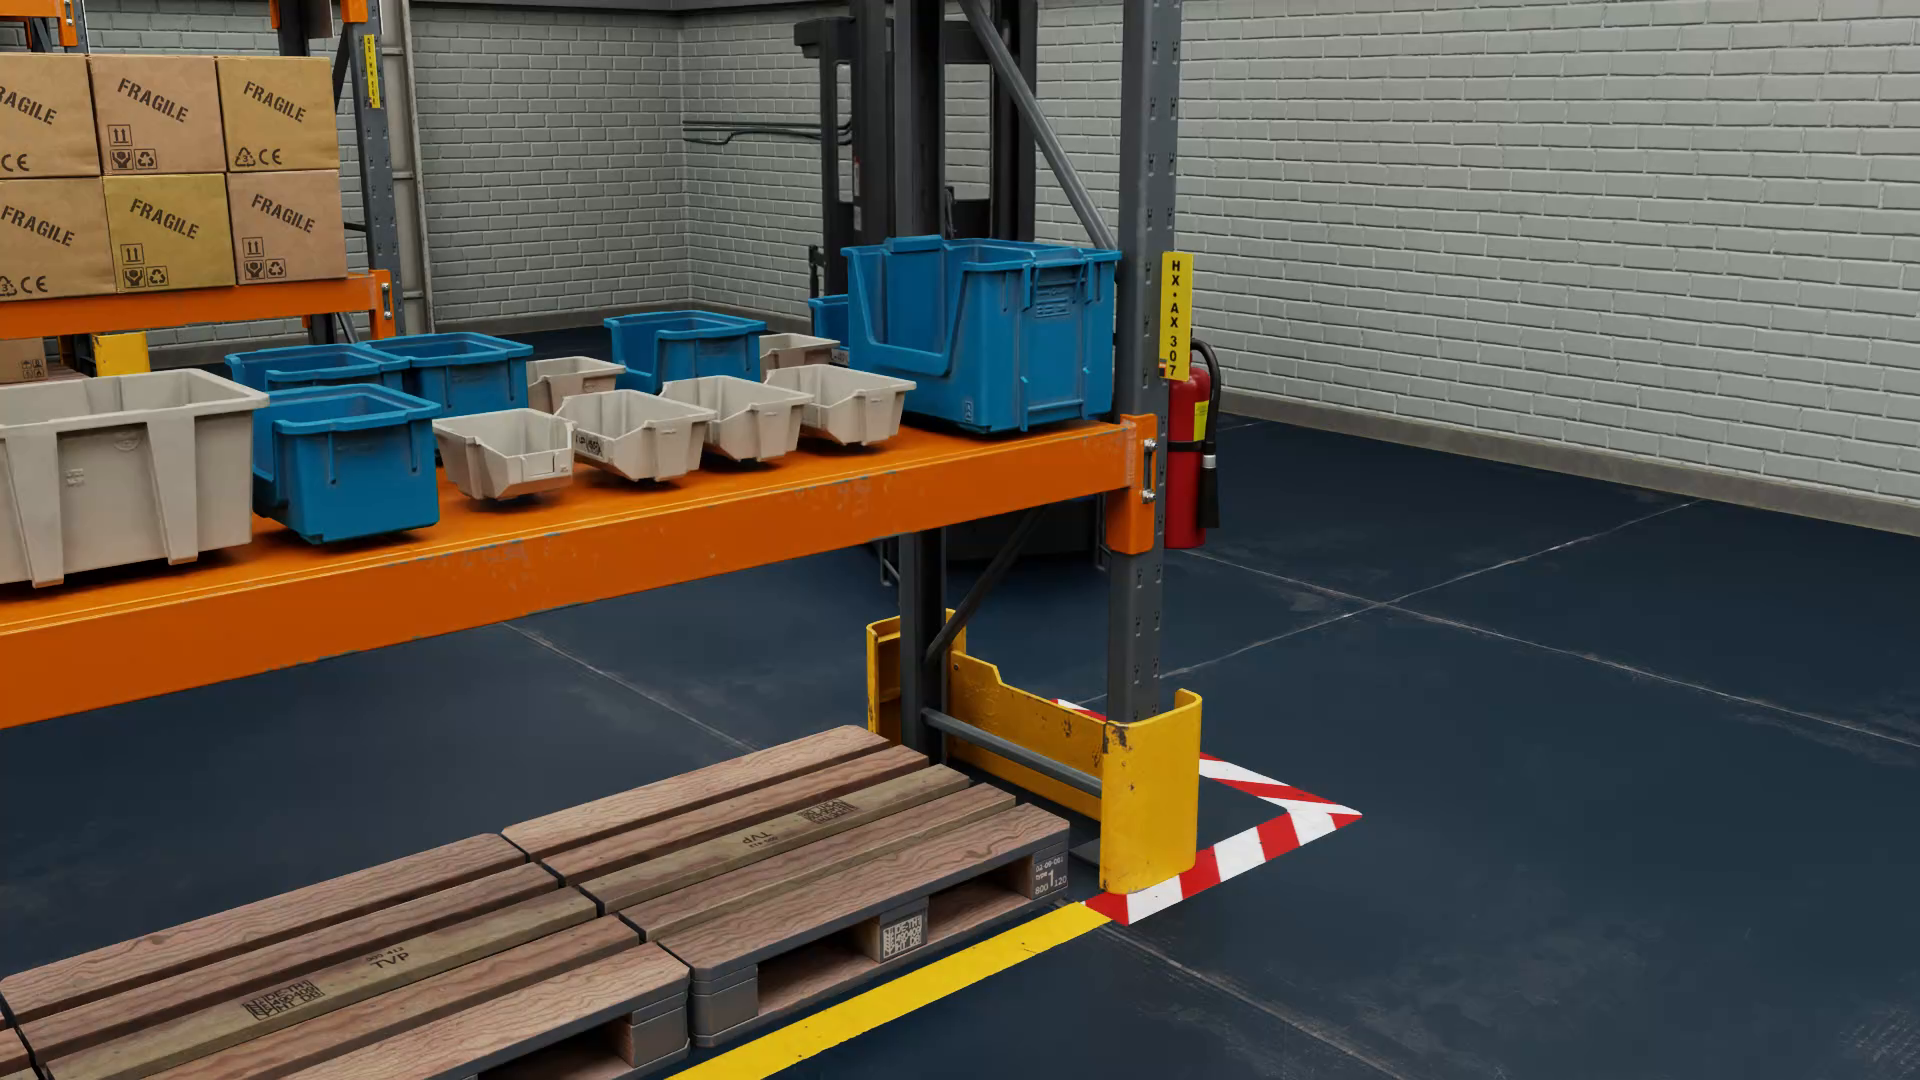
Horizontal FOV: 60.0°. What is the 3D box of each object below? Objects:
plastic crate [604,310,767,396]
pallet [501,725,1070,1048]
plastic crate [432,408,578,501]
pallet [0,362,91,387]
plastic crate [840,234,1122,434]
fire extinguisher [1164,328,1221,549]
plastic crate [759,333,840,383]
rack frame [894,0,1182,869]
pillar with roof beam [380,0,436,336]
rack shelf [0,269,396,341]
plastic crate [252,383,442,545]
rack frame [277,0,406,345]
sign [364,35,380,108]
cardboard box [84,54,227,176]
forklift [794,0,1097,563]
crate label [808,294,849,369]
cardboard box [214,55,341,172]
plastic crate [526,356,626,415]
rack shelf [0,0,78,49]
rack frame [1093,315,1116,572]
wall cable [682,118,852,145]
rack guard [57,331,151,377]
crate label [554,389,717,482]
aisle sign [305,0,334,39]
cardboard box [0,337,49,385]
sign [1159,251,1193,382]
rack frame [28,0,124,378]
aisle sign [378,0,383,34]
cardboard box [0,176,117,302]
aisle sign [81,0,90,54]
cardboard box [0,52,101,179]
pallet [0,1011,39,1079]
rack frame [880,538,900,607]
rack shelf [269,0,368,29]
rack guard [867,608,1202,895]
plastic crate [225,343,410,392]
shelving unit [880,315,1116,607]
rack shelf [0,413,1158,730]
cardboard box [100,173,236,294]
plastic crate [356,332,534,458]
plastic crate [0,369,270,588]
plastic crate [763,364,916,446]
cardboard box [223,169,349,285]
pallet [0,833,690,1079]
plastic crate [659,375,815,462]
[{"bbox_3d":[-0.718,-0.459,4.363,0.300,0.233,0.416,-13,19,-39],"label":"plastic crate"},{"bbox_3d":[-0.467,0.880,4.548,1.213,0.211,1.003,-13,19,-39],"label":"pallet"},{"bbox_3d":[-0.949,-0.176,3.491,0.250,0.136,0.298,-13,19,-39],"label":"plastic crate"},{"bbox_3d":[-6.875,-1.031,11.699,1.213,0.211,1.003,-13,19,-39],"label":"pallet"},{"bbox_3d":[0.051,-0.553,4.322,0.499,0.435,0.616,-13,19,-39],"label":"plastic crate"},{"bbox_3d":[0.593,-0.319,4.506,0.183,0.674,0.296,-13,19,-39],"label":"fire extinguisher"},{"bbox_3d":[-0.518,-0.485,4.650,0.298,0.136,0.250,-13,19,-39],"label":"plastic crate"},{"bbox_3d":[0.181,-0.600,4.683,0.127,3.000,1.000,-13,19,-39],"label":"rack frame"},{"bbox_3d":[-2.028,-5.215,10.335,0.400,9.000,9.100,-13,19,-39],"label":"pillar with roof beam"},{"bbox_3d":[-4.577,-0.878,7.120,4.000,0.370,1.077,-13,19,-39],"label":"rack shelf"},{"bbox_3d":[-1.200,-0.150,3.208,0.300,0.233,0.416,-13,19,-39],"label":"plastic crate"},{"bbox_3d":[-3.068,-1.565,8.296,0.127,3.000,1.000,-13,19,-39],"label":"rack frame"},{"bbox_3d":[-2.719,-2.165,7.688,0.005,0.325,0.100,-13,19,-39],"label":"sign"},{"bbox_3d":[-3.604,-1.881,7.350,0.500,0.500,0.500,-12,19,-38],"label":"cardboard box"},{"bbox_3d":[-0.230,-1.642,8.718,1.130,2.935,3.031,-4,16,-16],"label":"forklift"},{"bbox_3d":[-0.222,-0.570,4.780,0.303,0.233,0.416,-13,19,-39],"label":"crate label"},{"bbox_3d":[-3.223,-1.967,7.671,0.500,0.500,0.500,-13,20,-40],"label":"cardboard box"},{"bbox_3d":[-1.030,-0.371,4.220,0.298,0.136,0.250,-13,19,-39],"label":"plastic crate"},{"bbox_3d":[-7.831,-3.291,10.341,4.000,0.370,1.077,-13,19,-39],"label":"rack shelf"},{"bbox_3d":[0.701,-0.541,7.370,0.032,1.500,0.500,-4,15,-14],"label":"rack frame"},{"bbox_3d":[-1.821,-4.815,14.857,0.112,2.526,3.097,-13,19,-39],"label":"wall cable"},{"bbox_3d":[-6.305,-1.325,12.242,0.348,0.500,1.175,-13,19,-39],"label":"rack guard"},{"bbox_3d":[-0.738,-0.230,3.693,0.243,0.136,0.396,-13,19,-39],"label":"crate label"},{"bbox_3d":[-3.209,-2.890,8.218,0.004,0.787,0.394,-13,19,-39],"label":"aisle sign"},{"bbox_3d":[-6.785,-1.386,11.655,0.500,0.500,0.700,-13,19,-39],"label":"cardboard box"},{"bbox_3d":[0.554,-0.574,4.272,0.005,0.325,0.100,-13,19,-39],"label":"sign"},{"bbox_3d":[-6.323,-2.529,11.904,0.127,3.000,1.000,-13,19,-39],"label":"rack frame"},{"bbox_3d":[-2.816,-2.773,7.780,0.004,0.787,0.394,-13,19,-39],"label":"aisle sign"},{"bbox_3d":[-3.996,-1.312,7.156,0.500,0.500,0.500,-12,19,-39],"label":"cardboard box"},{"bbox_3d":[-6.071,-3.738,11.395,0.004,0.787,0.394,-13,19,-39],"label":"aisle sign"},{"bbox_3d":[-3.992,-1.793,7.018,0.500,0.500,0.500,-12,19,-38],"label":"cardboard box"},{"bbox_3d":[-2.308,1.293,3.001,1.213,0.211,1.003,-13,19,-39],"label":"pallet"},{"bbox_3d":[-0.283,-0.475,7.123,0.032,1.500,0.500,-4,15,-14],"label":"rack frame"},{"bbox_3d":[-4.577,-2.328,6.733,4.000,0.370,1.077,-13,19,-39],"label":"rack shelf"},{"bbox_3d":[0.190,0.601,5.030,0.348,0.500,1.175,-13,19,-39],"label":"rack guard"},{"bbox_3d":[-1.441,-0.296,3.755,0.300,0.233,0.416,-13,19,-39],"label":"plastic crate"},{"bbox_3d":[0.209,-0.508,7.247,1.048,1.500,0.538,-4,15,-14],"label":"shelving unit"},{"bbox_3d":[-1.328,0.087,3.508,4.000,0.370,1.077,-13,19,-39],"label":"rack shelf"},{"bbox_3d":[-3.616,-1.396,7.469,0.500,0.500,0.500,-12,19,-39],"label":"cardboard box"},{"bbox_3d":[-1.215,-0.347,3.945,0.300,0.233,0.416,-13,19,-39],"label":"plastic crate"},{"bbox_3d":[-1.564,-0.117,2.988,0.530,0.282,0.437,-13,19,-39],"label":"plastic crate"},{"bbox_3d":[-0.316,-0.328,4.060,0.243,0.136,0.396,-13,19,-39],"label":"plastic crate"},{"bbox_3d":[-3.227,-1.484,7.800,0.500,0.500,0.500,-12,19,-38],"label":"cardboard box"},{"bbox_3d":[-1.387,1.085,3.779,1.213,0.211,1.003,-13,19,-39],"label":"pallet"},{"bbox_3d":[-0.544,-0.282,3.887,0.243,0.136,0.396,-13,19,-39],"label":"plastic crate"}]
